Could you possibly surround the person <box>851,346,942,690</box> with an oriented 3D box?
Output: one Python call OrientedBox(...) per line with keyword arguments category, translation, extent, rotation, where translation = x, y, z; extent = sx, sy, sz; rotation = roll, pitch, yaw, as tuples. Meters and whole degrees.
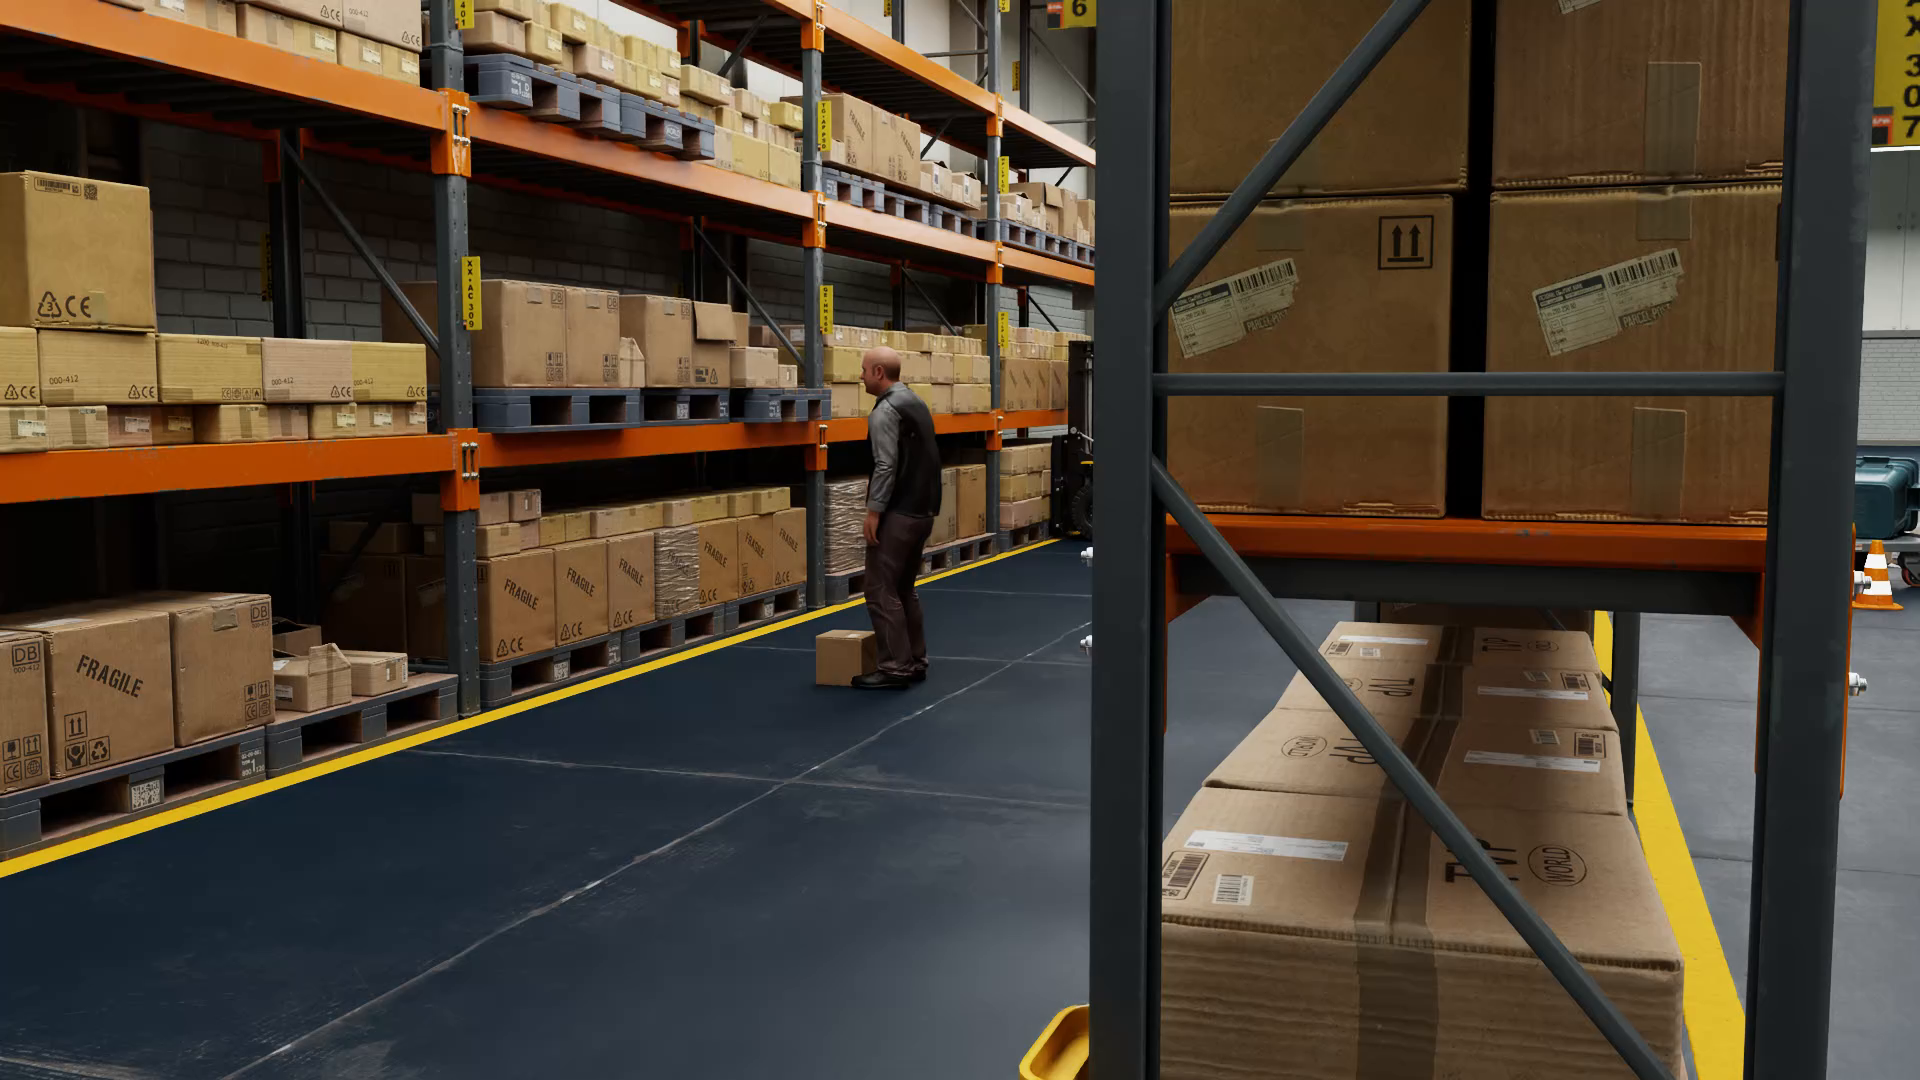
OrientedBox(category="person", translation=(-0.310, -0.117, 8.424), extent=(0.421, 1.720, 0.580), rotation=(2, 5, 19))
